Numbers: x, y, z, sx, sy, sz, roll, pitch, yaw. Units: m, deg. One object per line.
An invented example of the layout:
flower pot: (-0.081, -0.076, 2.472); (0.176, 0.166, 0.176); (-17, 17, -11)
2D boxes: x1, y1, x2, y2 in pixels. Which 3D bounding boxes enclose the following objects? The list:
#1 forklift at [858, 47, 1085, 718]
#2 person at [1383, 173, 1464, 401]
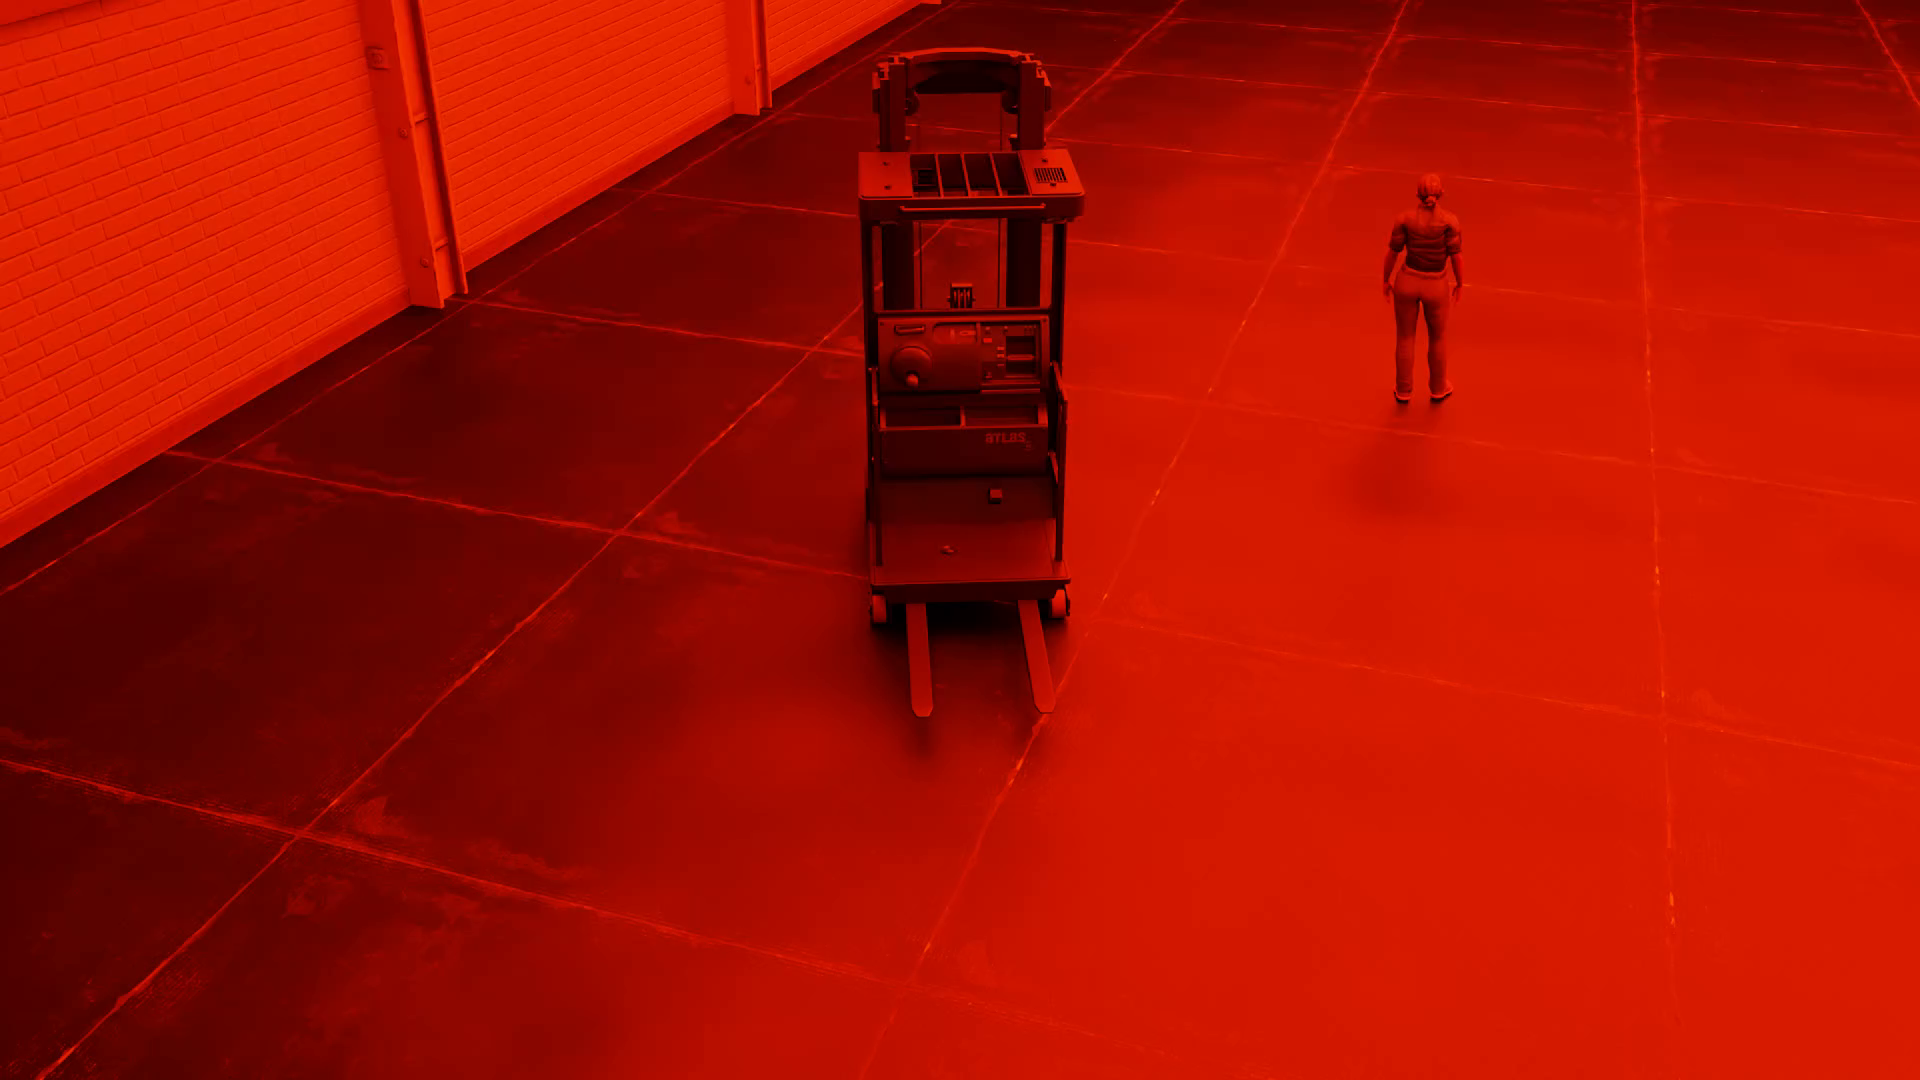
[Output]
forklift: (0.035, -0.972, 8.842); (1.130, 2.935, 3.031); (-2, 30, -3)
person: (3.214, -1.758, 11.495); (0.570, 1.655, 0.504); (11, 31, 18)
